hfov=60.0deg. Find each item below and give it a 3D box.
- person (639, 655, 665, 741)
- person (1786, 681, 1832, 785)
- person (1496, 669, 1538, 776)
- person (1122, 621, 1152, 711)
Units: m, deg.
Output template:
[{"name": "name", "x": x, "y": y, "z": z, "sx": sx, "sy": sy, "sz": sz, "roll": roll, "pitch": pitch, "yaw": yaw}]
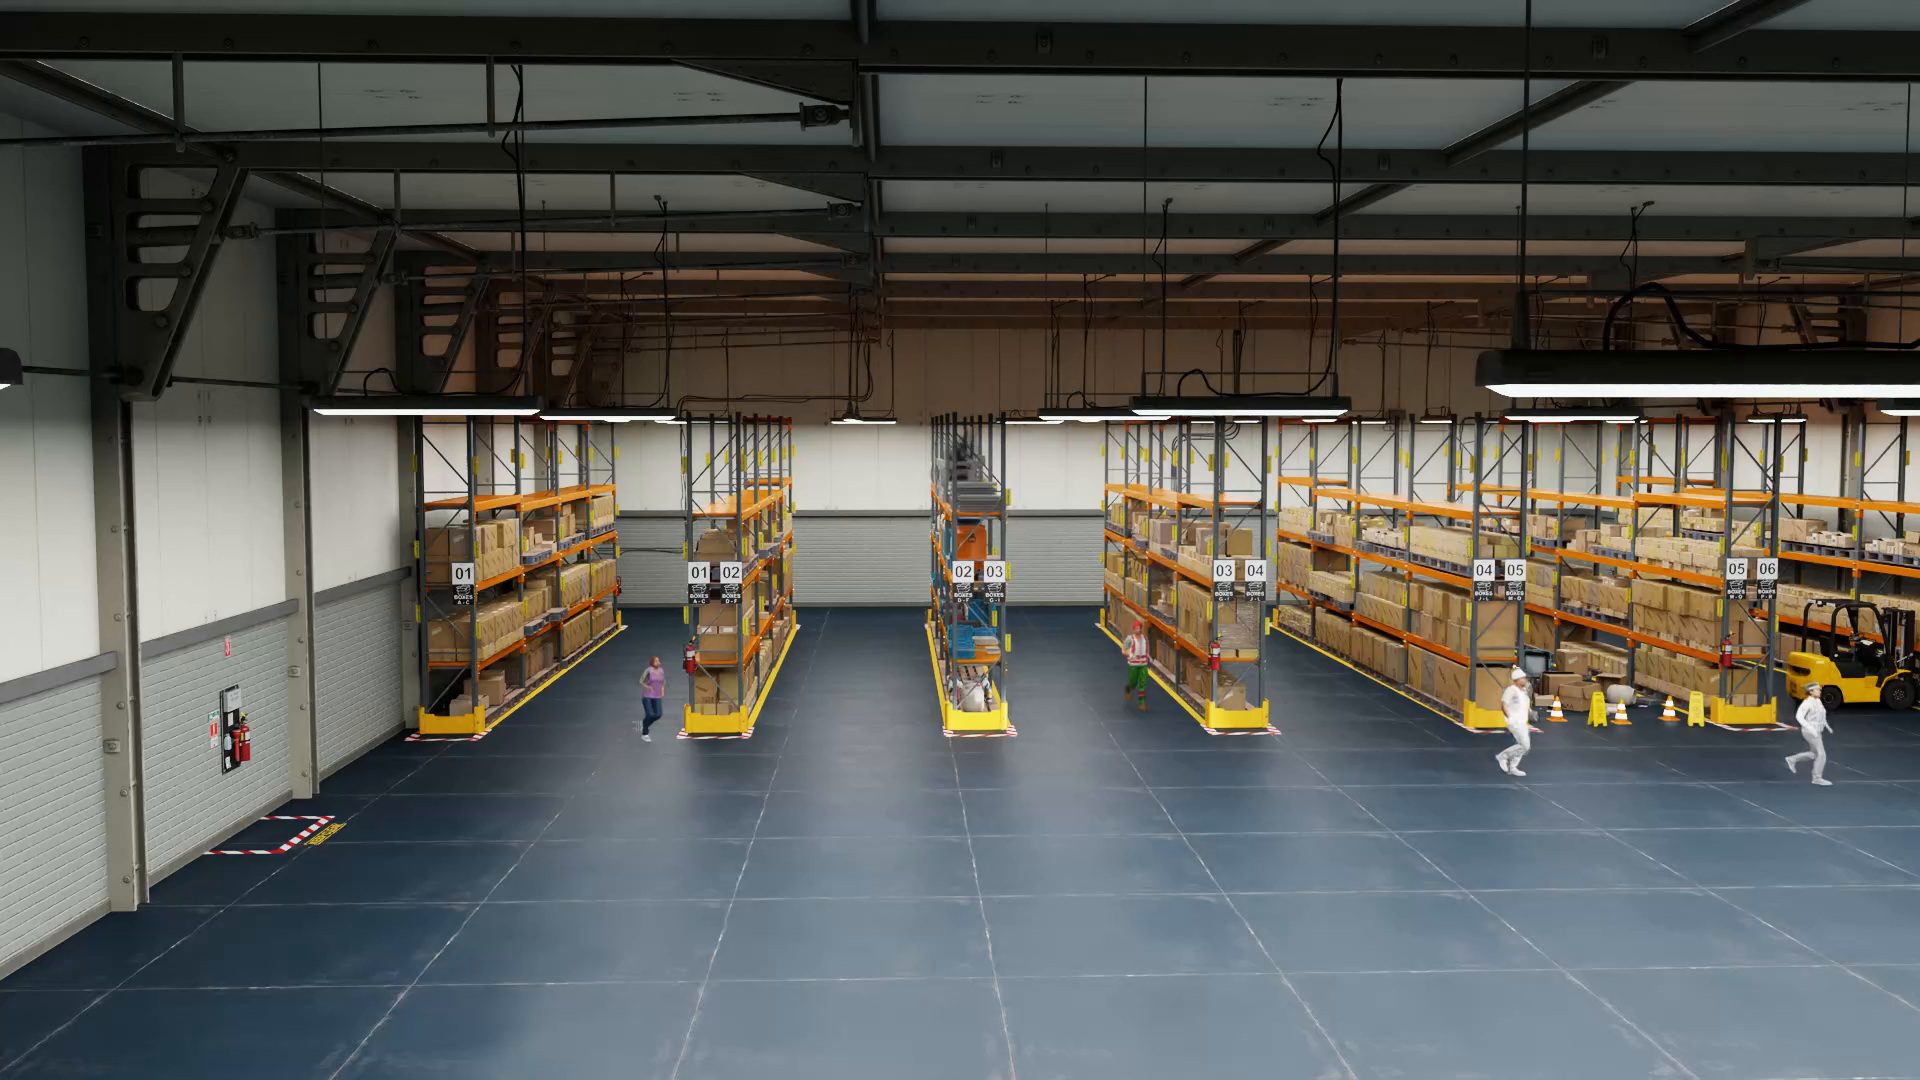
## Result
[{"name": "person", "x": -5.602, "y": 2.887, "z": 30.431, "sx": 0.559, "sy": 1.550, "sz": 0.571, "roll": -3, "pitch": 5, "yaw": -36}, {"name": "person", "x": 13.624, "y": 3.071, "z": 26.685, "sx": 0.655, "sy": 1.652, "sz": 0.738, "roll": -4, "pitch": 5, "yaw": -42}, {"name": "person", "x": 9.156, "y": 2.992, "z": 27.309, "sx": 0.590, "sy": 1.746, "sz": 0.695, "roll": 3, "pitch": 5, "yaw": 35}, {"name": "person", "x": 3.601, "y": 2.531, "z": 33.662, "sx": 0.658, "sy": 1.768, "sz": 0.971, "roll": -1, "pitch": 4, "yaw": -17}]
